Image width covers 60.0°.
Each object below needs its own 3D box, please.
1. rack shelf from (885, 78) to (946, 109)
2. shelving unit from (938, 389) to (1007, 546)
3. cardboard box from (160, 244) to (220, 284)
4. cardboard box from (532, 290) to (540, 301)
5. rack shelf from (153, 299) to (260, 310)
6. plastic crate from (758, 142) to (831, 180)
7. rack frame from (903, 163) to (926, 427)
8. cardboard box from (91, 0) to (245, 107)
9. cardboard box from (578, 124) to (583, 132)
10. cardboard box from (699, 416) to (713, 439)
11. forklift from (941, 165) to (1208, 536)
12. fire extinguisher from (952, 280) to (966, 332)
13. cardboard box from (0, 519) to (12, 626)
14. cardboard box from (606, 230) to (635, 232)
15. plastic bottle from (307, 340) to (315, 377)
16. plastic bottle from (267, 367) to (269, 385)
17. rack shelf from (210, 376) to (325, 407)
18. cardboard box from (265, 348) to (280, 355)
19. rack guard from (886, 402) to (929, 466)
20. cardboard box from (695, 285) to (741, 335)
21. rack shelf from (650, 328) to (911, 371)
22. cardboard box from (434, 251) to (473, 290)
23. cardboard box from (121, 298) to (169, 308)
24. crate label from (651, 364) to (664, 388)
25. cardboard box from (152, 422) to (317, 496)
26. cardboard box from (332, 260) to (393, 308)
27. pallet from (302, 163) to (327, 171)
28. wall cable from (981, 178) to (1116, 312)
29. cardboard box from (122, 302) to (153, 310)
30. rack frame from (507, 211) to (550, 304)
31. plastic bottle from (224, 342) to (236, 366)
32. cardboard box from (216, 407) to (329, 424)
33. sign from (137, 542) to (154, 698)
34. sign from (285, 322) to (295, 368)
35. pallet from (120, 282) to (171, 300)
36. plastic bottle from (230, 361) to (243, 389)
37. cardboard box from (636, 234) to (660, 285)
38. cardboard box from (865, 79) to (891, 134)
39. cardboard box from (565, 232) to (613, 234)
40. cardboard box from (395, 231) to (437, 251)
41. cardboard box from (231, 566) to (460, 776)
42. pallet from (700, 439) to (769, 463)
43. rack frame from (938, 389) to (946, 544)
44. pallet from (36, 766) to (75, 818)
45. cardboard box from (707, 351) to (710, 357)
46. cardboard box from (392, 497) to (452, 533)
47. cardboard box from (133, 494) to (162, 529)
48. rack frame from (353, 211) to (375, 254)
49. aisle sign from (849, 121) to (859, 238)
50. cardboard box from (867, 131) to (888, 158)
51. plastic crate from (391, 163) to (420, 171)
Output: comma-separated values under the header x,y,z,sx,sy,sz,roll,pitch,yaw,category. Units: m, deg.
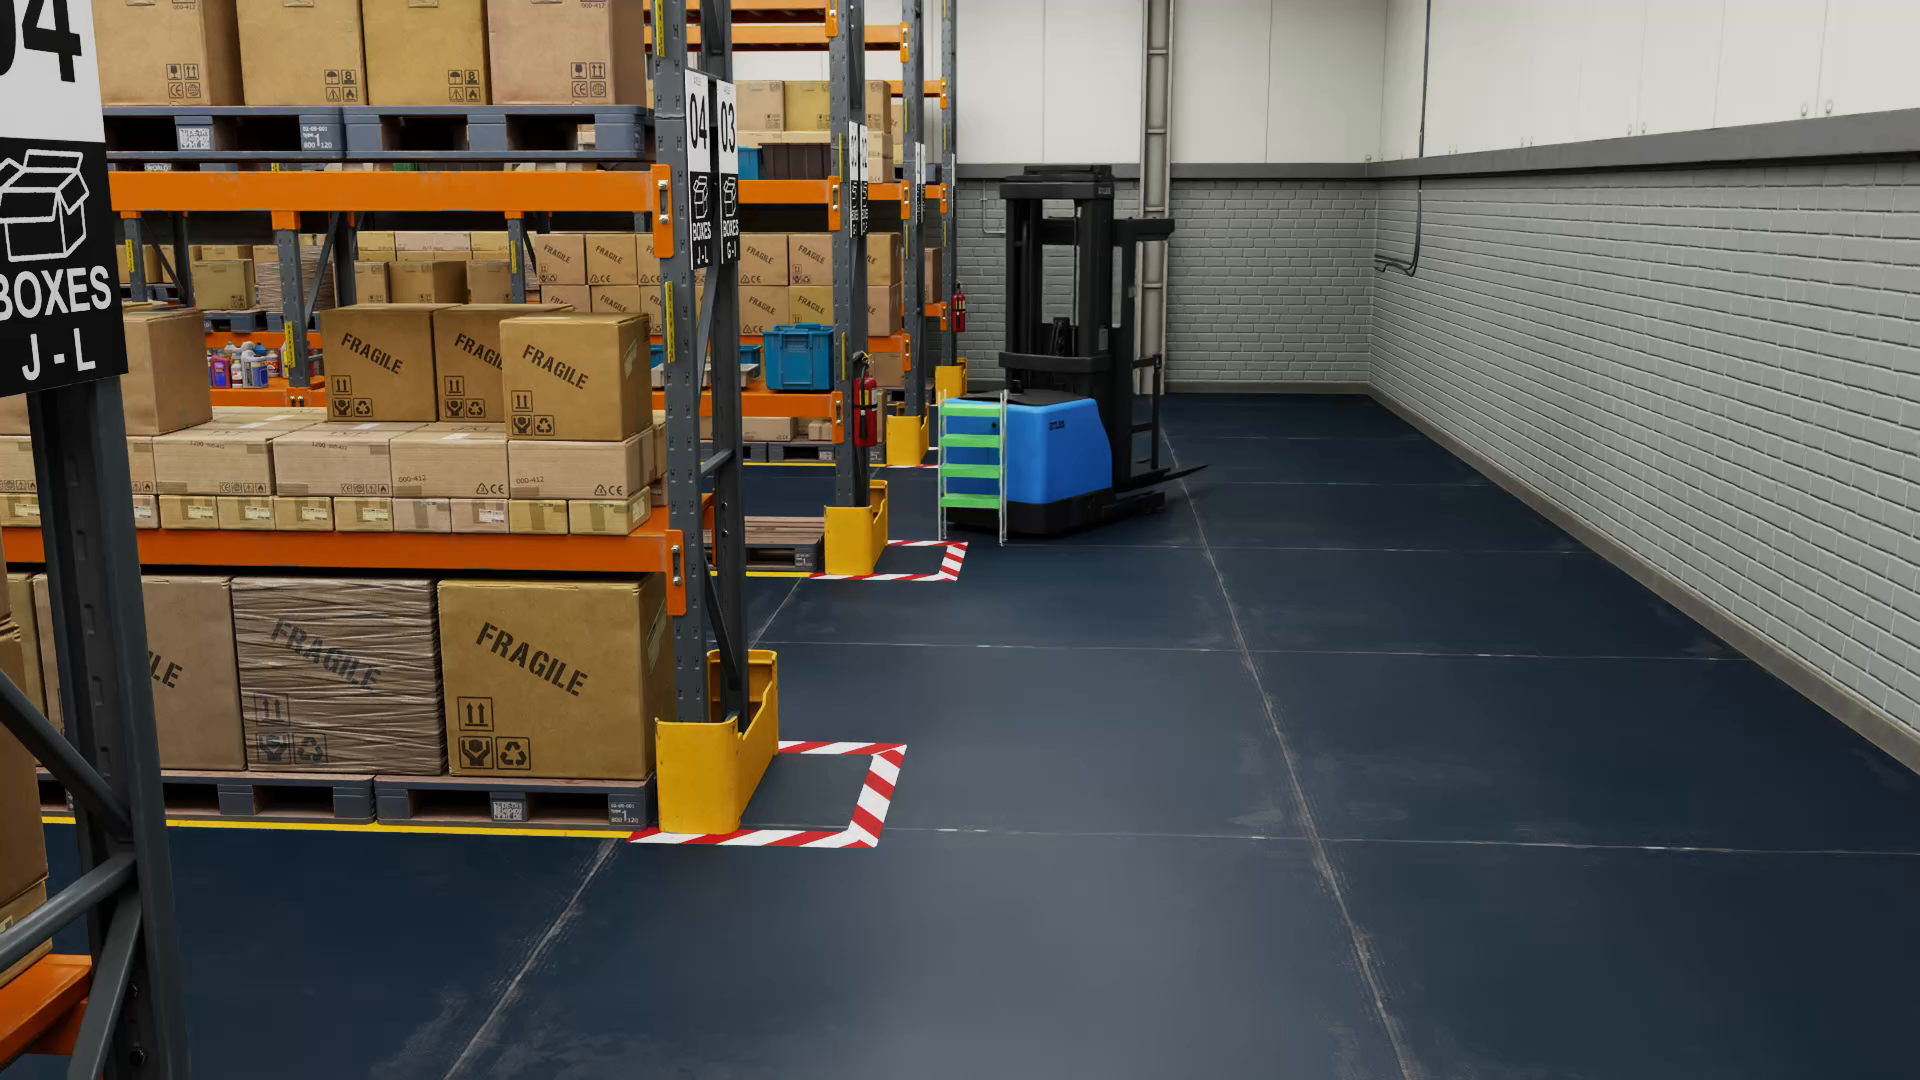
x,y,z,sx,sy,sz,roll,pitch,yaw,category
-2.133,-5.768,21.597,4.000,0.370,1.077,1,12,4,rack shelf
0.101,-0.574,13.083,0.503,1.200,0.258,2,12,10,shelving unit
-10.389,-3.755,22.572,0.500,0.500,0.700,2,12,12,cardboard box
-5.500,-3.260,22.091,0.250,0.149,0.380,1,12,4,cardboard box
-10.115,-3.136,22.693,4.000,0.370,1.077,1,12,4,rack shelf
-1.165,-2.794,12.294,0.590,0.269,0.497,1,12,4,plastic crate
-0.465,-2.340,17.127,0.127,3.000,1.000,1,12,4,rack frame
-3.288,-2.100,7.139,0.500,0.500,0.700,1,12,6,cardboard box
-3.968,-4.402,16.975,0.500,0.500,0.700,1,12,4,cardboard box
-2.581,-1.363,17.482,0.637,0.503,0.797,1,12,4,cardboard box
1.135,-1.713,14.297,1.130,2.935,3.031,9,15,36,forklift
-0.018,-3.035,21.551,0.183,0.674,0.296,1,12,4,fire extinguisher
-1.993,-0.048,2.761,0.500,0.500,0.500,1,12,3,cardboard box
-4.570,-4.037,22.392,0.500,0.250,0.500,1,12,6,cardboard box
-5.128,-1.418,13.004,0.133,0.283,0.061,1,12,4,plastic bottle
-5.216,-1.250,12.405,0.097,0.201,0.097,0,12,0,plastic bottle
-6.786,-1.058,12.756,4.000,0.370,1.077,1,12,4,rack shelf
-9.348,-2.483,22.843,0.500,0.500,0.700,1,12,4,cardboard box
-0.540,-1.117,17.388,0.348,0.500,1.175,1,12,4,rack guard
-2.448,-2.360,16.982,0.500,0.500,0.500,1,12,3,cardboard box
-2.460,-2.015,17.332,4.000,0.370,1.077,1,12,4,rack shelf
-6.635,-3.591,22.087,0.500,0.500,0.500,1,12,4,cardboard box
-8.807,-2.419,17.726,0.500,0.311,0.500,2,12,7,cardboard box
-2.193,-1.208,12.215,0.243,0.136,0.396,1,12,4,crate label
-3.165,-0.361,7.307,0.500,0.250,0.500,1,12,4,cardboard box
-6.223,-2.661,17.391,0.500,0.500,0.700,-2,12,-11,cardboard box
-6.137,-3.808,17.277,1.003,0.211,1.213,1,12,4,pallet
1.203,-4.025,22.701,1.851,1.984,0.084,1,12,4,wall cable
-4.145,-0.851,7.817,0.500,0.500,0.500,1,12,4,cardboard box
-4.456,-2.394,17.389,0.127,3.000,1.000,1,12,4,rack frame
-5.706,-1.416,13.025,0.097,0.271,0.097,0,12,0,plastic bottle
-3.132,-0.469,7.826,0.500,0.250,0.500,1,12,3,cardboard box
-1.527,0.161,3.057,0.005,0.325,0.100,1,12,4,sign
-4.829,-1.406,11.986,0.005,0.325,0.100,1,12,4,sign
-11.358,-3.382,22.578,1.213,0.211,1.003,1,12,4,pallet
-5.323,-1.221,12.263,0.097,0.201,0.097,0,12,0,plastic bottle
-2.977,-2.855,16.903,0.500,0.500,0.500,0,12,2,cardboard box
-0.978,-4.350,16.725,0.500,0.500,0.700,1,12,4,cardboard box
-3.934,-2.979,17.496,0.500,0.500,0.500,1,12,4,cardboard box
-7.147,-3.967,22.053,0.500,0.250,0.500,1,12,3,cardboard box
-2.682,0.514,7.651,0.875,0.875,0.875,1,12,4,cardboard box
-2.550,-1.004,17.551,1.213,0.211,1.003,1,12,4,pallet
-0.139,-0.584,13.127,0.015,1.200,0.240,2,12,10,rack frame
-4.368,1.021,7.874,1.213,0.211,1.003,1,12,4,pallet
-3.389,-2.357,22.291,0.500,0.500,0.700,1,12,4,cardboard box
-2.268,-0.141,7.230,0.250,0.149,0.380,1,12,5,cardboard box
-3.555,-0.158,7.312,0.250,0.149,0.380,1,12,4,cardboard box
-8.119,-3.461,22.489,0.127,3.000,1.000,1,12,4,rack frame
-0.747,-2.539,11.733,0.004,0.787,0.394,1,12,4,aisle sign
-0.994,-3.934,16.569,0.500,0.250,0.500,1,12,4,cardboard box
-4.348,-2.803,12.534,0.662,0.188,0.450,1,12,4,plastic crate
